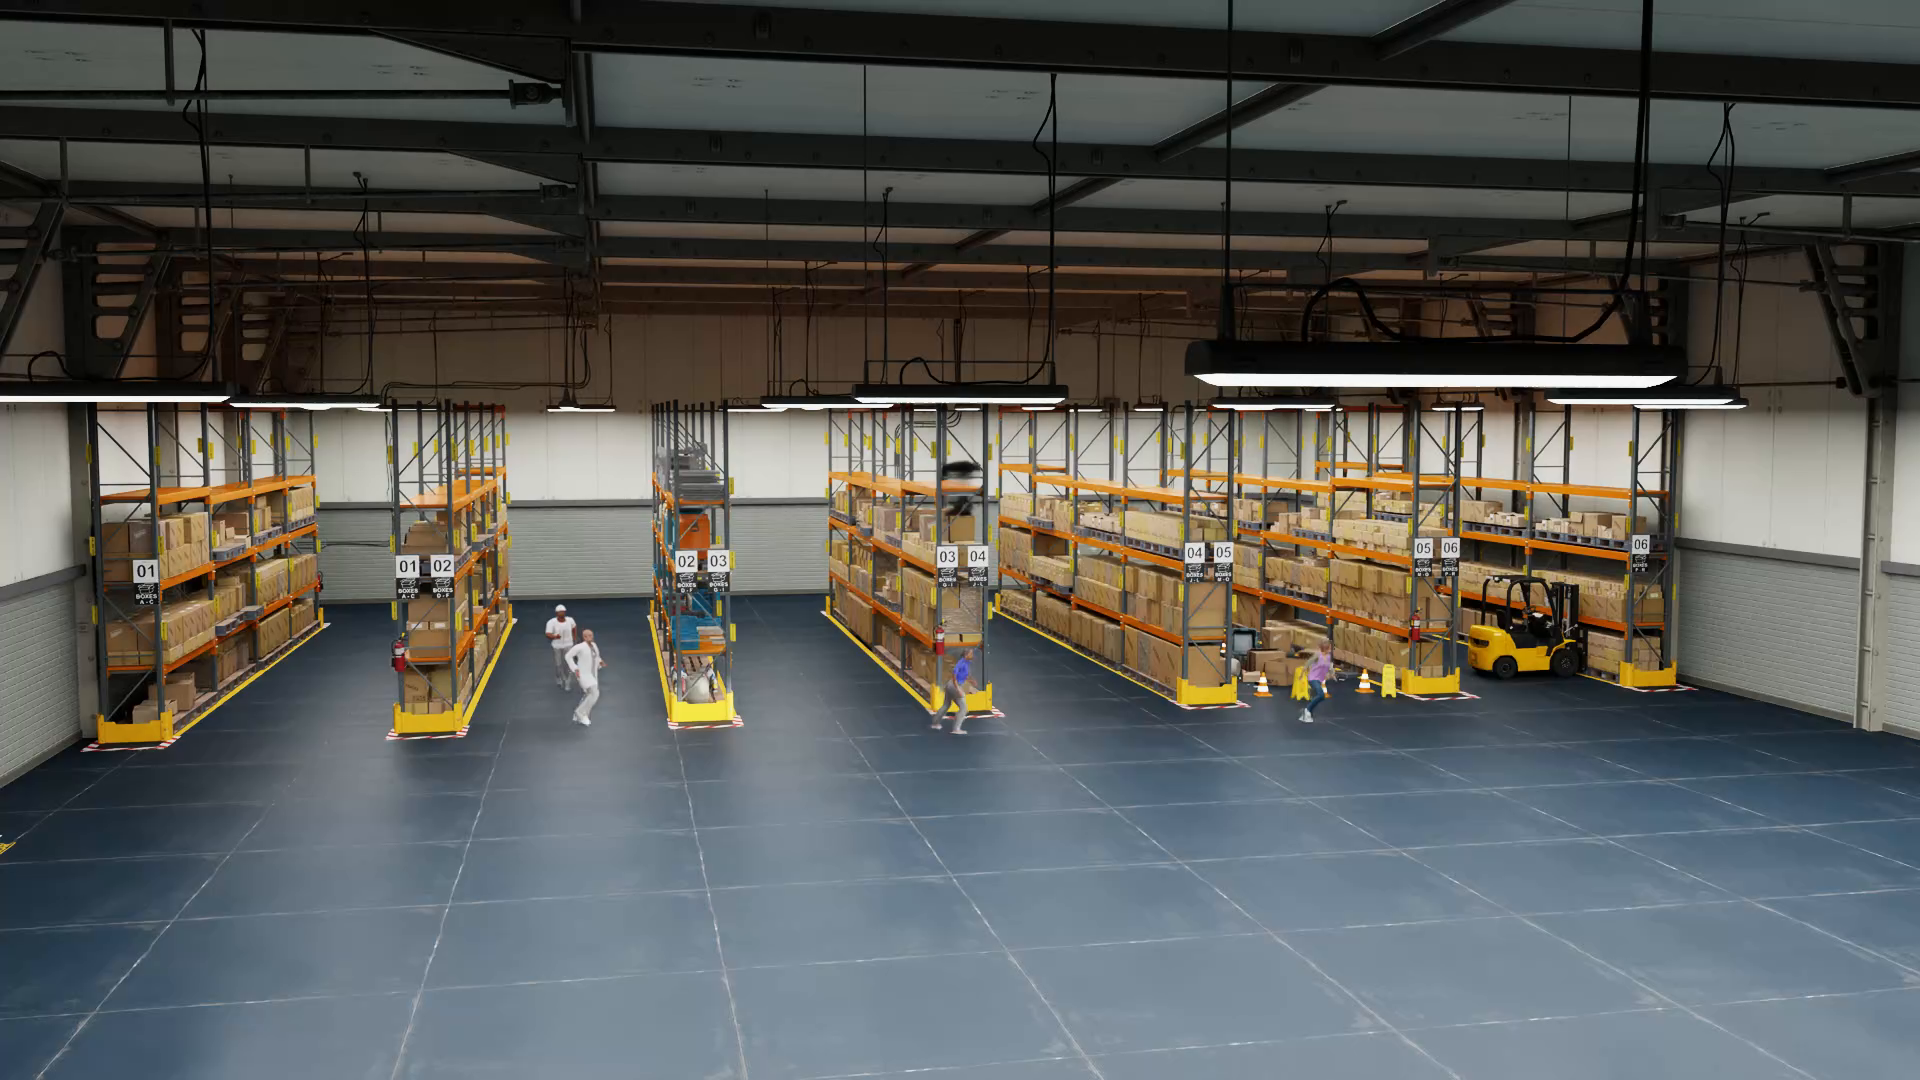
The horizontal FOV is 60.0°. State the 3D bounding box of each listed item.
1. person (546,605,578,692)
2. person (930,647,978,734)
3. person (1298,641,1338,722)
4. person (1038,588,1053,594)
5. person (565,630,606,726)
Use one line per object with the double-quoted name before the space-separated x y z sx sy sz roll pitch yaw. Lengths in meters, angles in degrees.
"person" -8.262 2.245 34.530 0.656 1.811 0.832 -1 5 -18
"person" -0.095 2.696 29.895 0.855 1.581 0.630 0 4 -5
"person" 6.663 2.635 30.857 0.518 1.512 0.695 -4 6 -43
"person" 2.627 1.183 49.677 1.060 1.654 0.645 0 4 -3
"person" -6.863 2.531 30.665 0.742 1.759 0.695 2 5 27
